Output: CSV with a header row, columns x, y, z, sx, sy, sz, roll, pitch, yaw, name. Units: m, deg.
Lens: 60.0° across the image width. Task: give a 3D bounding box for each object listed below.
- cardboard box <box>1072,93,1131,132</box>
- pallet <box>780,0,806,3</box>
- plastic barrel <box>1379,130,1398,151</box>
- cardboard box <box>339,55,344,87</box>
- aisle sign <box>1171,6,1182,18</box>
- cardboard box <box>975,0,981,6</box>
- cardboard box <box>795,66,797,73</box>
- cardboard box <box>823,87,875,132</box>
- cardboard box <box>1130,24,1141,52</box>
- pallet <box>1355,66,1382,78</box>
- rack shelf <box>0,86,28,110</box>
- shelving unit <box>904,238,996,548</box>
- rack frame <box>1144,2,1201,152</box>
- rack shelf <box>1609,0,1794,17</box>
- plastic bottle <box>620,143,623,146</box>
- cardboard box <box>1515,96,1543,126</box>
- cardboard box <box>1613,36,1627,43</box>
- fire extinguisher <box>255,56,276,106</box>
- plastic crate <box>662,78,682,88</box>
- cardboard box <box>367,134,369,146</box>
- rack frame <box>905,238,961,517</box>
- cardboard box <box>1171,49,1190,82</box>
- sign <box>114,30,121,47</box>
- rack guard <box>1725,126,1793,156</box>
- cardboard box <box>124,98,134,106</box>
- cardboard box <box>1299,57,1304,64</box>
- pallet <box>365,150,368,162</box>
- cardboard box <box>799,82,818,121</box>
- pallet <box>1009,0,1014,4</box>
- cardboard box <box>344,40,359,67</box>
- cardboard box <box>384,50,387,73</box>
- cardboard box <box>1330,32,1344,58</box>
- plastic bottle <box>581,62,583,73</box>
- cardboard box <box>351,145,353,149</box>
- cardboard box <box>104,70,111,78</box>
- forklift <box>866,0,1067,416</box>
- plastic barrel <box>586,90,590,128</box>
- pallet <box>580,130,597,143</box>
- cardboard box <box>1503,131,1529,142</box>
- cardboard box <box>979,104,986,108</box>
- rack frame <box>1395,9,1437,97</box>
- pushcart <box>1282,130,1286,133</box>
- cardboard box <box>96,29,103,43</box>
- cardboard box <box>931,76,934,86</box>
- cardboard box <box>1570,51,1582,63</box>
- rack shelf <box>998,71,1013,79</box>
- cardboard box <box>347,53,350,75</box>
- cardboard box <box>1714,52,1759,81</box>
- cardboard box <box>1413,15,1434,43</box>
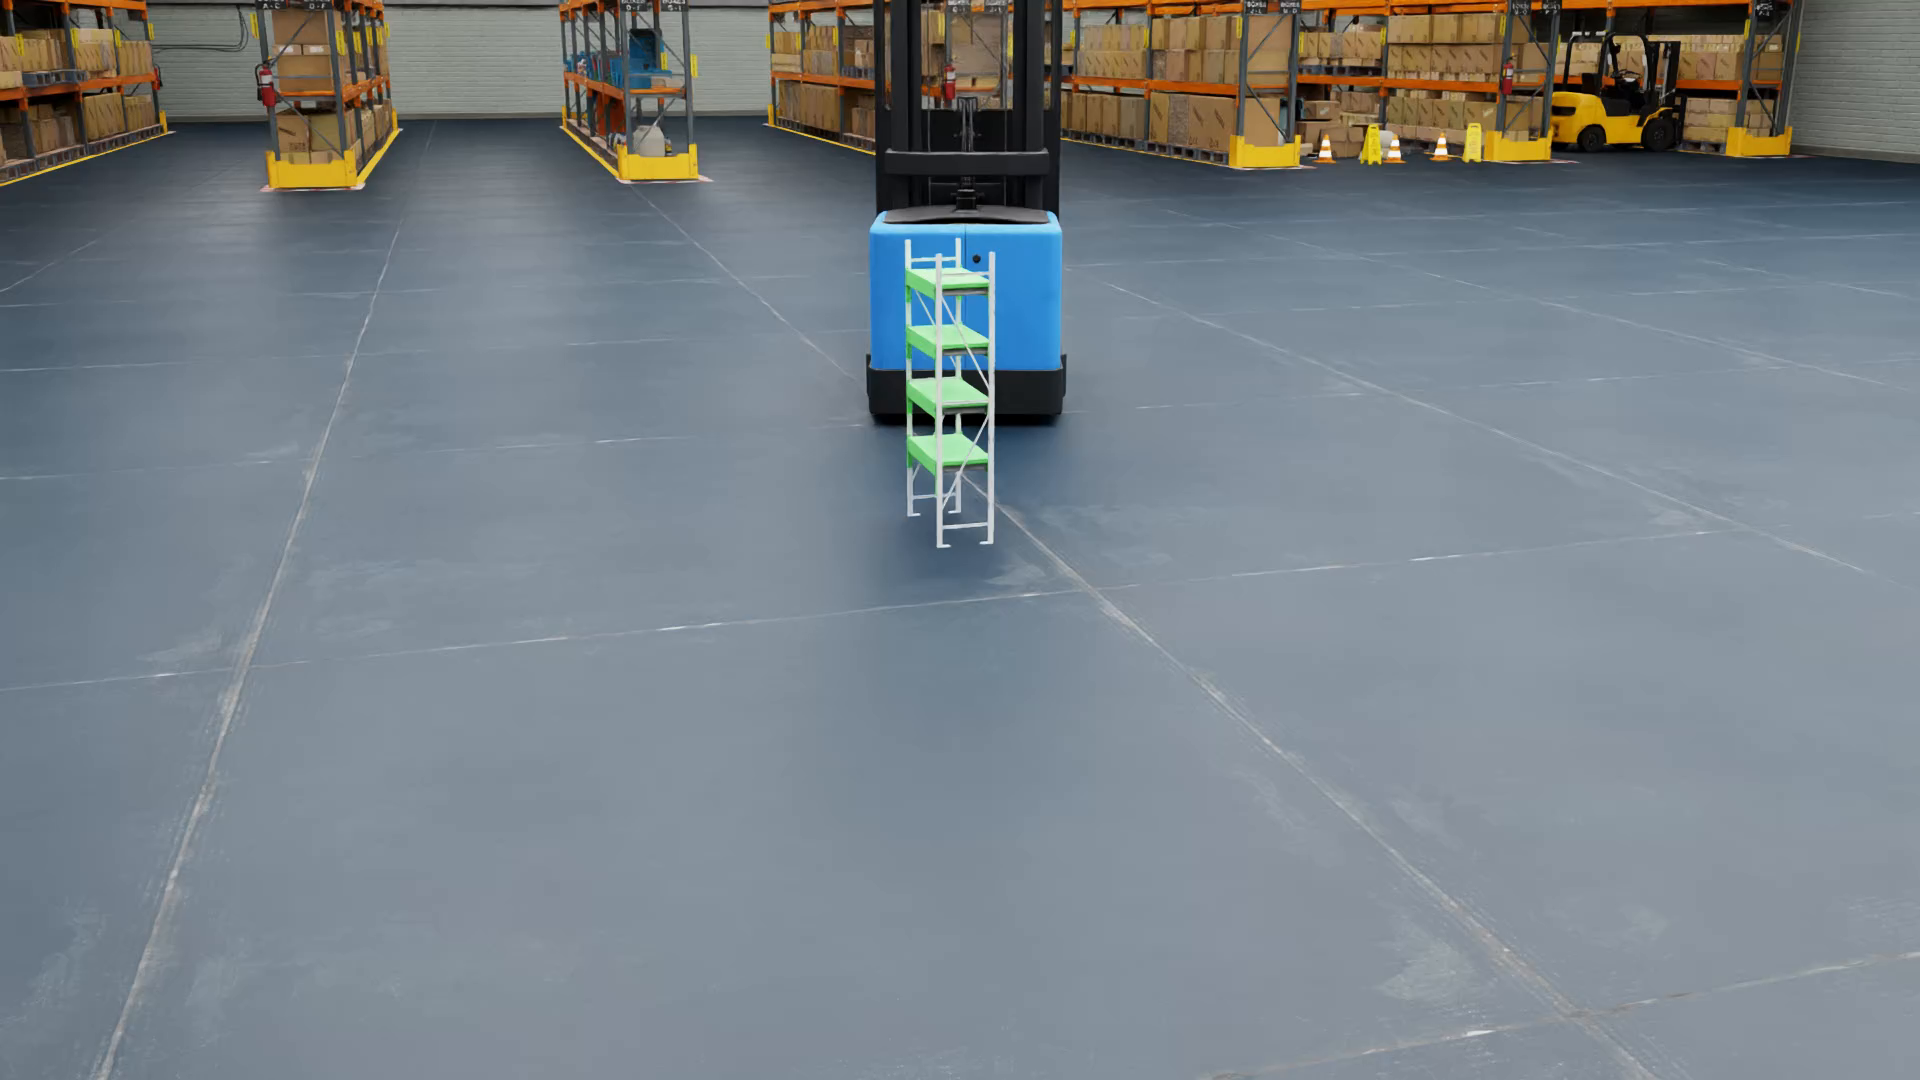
x,y,z,sx,sy,sz,roll,pitch,yaw,name
2.933,-8.828,34.307,1.050,0.750,0.750,-5,17,-16,cardboard box
-3.590,-12.580,38.558,1.003,0.211,1.213,-5,17,-15,pallet
7.759,-7.304,30.531,0.512,0.421,0.421,7,18,23,plastic barrel
-9.958,-7.268,25.760,0.700,0.500,0.500,-4,17,-14,cardboard box
5.664,-13.801,43.164,0.394,0.787,0.004,-5,17,-15,aisle sign
0.672,-13.167,40.618,0.500,0.250,0.500,-4,17,-13,cardboard box
-3.513,-10.631,37.567,0.380,0.149,0.250,-4,17,-14,cardboard box
-2.114,-8.891,34.302,1.225,0.875,0.875,-6,18,-18,cardboard box
3.666,-9.579,31.715,0.700,0.500,0.500,-5,17,-16,cardboard box
8.613,-9.323,33.110,1.003,0.211,1.213,-5,17,-15,pallet
-14.583,-6.336,24.083,1.077,0.370,4.000,-5,17,-15,rack shelf
-0.045,-0.620,6.932,0.258,1.200,0.503,-5,17,-15,shelving unit
3.952,-8.773,30.944,1.000,3.000,0.127,-5,17,-15,rack frame
14.005,-10.125,31.480,1.077,0.370,4.000,-5,17,-15,rack shelf
-5.434,-6.255,26.660,0.097,0.201,0.097,0,17,0,plastic bottle
12.701,-9.402,36.437,0.875,0.625,0.625,-4,17,-13,cardboard box
13.257,-9.975,33.128,0.380,0.149,0.250,-4,17,-14,cardboard box
-9.686,-6.414,23.225,0.296,0.674,0.183,-5,17,-15,fire extinguisher
-4.444,-7.058,25.692,0.298,0.136,0.250,-5,17,-15,plastic crate
-10.528,-6.927,28.847,0.500,0.250,0.500,-5,18,-17,cardboard box
-0.113,-0.688,7.157,0.240,1.200,0.015,-5,17,-15,rack frame
4.273,-8.435,29.557,0.875,0.550,0.550,-5,17,-15,cardboard box
-16.812,-10.009,33.184,0.100,0.325,0.005,-5,17,-15,sign
14.561,-7.276,30.304,1.175,0.500,0.348,-5,17,-15,rack guard
-17.357,-9.086,34.473,0.380,0.149,0.250,-4,17,-13,cardboard box
7.495,-10.275,35.651,0.380,0.149,0.250,-6,18,-18,cardboard box
-10.611,-6.492,28.197,1.003,0.211,1.213,-5,17,-15,pallet
-3.148,-9.994,37.973,0.875,0.875,0.875,-5,17,-15,cardboard box
1.821,-12.153,37.310,1.213,0.211,1.003,-5,17,-15,pallet
-11.752,-9.147,31.287,0.700,0.500,0.500,-12,20,-34,cardboard box
-13.006,-10.610,36.885,0.500,0.500,0.500,-5,17,-15,cardboard box
7.918,-10.119,34.003,0.500,0.500,0.500,-5,18,-17,cardboard box
-7.721,-9.656,34.107,0.097,0.271,0.097,0,17,0,plastic bottle
-9.483,-5.847,25.252,0.500,0.250,0.500,-5,17,-15,cardboard box
-16.717,-9.053,32.280,0.380,0.149,0.250,-5,17,-15,cardboard box
0.049,-2.448,10.007,1.130,2.935,3.031,0,17,1,forklift
-7.673,-9.275,35.531,0.600,0.901,0.708,-5,17,-15,plastic barrel
-7.295,-8.340,34.349,1.003,0.211,1.213,-5,17,-15,pallet
9.827,-7.215,29.808,0.500,0.250,0.500,-5,17,-16,cardboard box
0.691,-10.685,41.018,0.380,0.149,0.250,-4,17,-14,cardboard box
11.257,-11.799,41.017,1.000,3.000,0.127,-5,17,-15,rack frame
6.505,-7.742,32.071,1.648,0.377,0.936,-12,20,-34,pushcart
-16.686,-9.614,31.714,0.500,0.250,0.500,-4,17,-14,cardboard box
-0.263,-7.449,26.974,0.380,0.149,0.250,-5,17,-15,cardboard box
12.926,-10.011,34.457,0.500,0.250,0.500,-5,17,-17,cardboard box
1.204,-11.195,40.256,1.077,0.370,4.000,-5,17,-15,rack shelf
-10.849,-8.173,28.772,0.500,0.500,0.500,-5,17,-15,cardboard box
14.167,-8.643,30.336,0.500,0.500,0.500,-5,17,-16,cardboard box
8.827,-9.439,30.731,0.700,0.500,0.500,-5,17,-16,cardboard box
